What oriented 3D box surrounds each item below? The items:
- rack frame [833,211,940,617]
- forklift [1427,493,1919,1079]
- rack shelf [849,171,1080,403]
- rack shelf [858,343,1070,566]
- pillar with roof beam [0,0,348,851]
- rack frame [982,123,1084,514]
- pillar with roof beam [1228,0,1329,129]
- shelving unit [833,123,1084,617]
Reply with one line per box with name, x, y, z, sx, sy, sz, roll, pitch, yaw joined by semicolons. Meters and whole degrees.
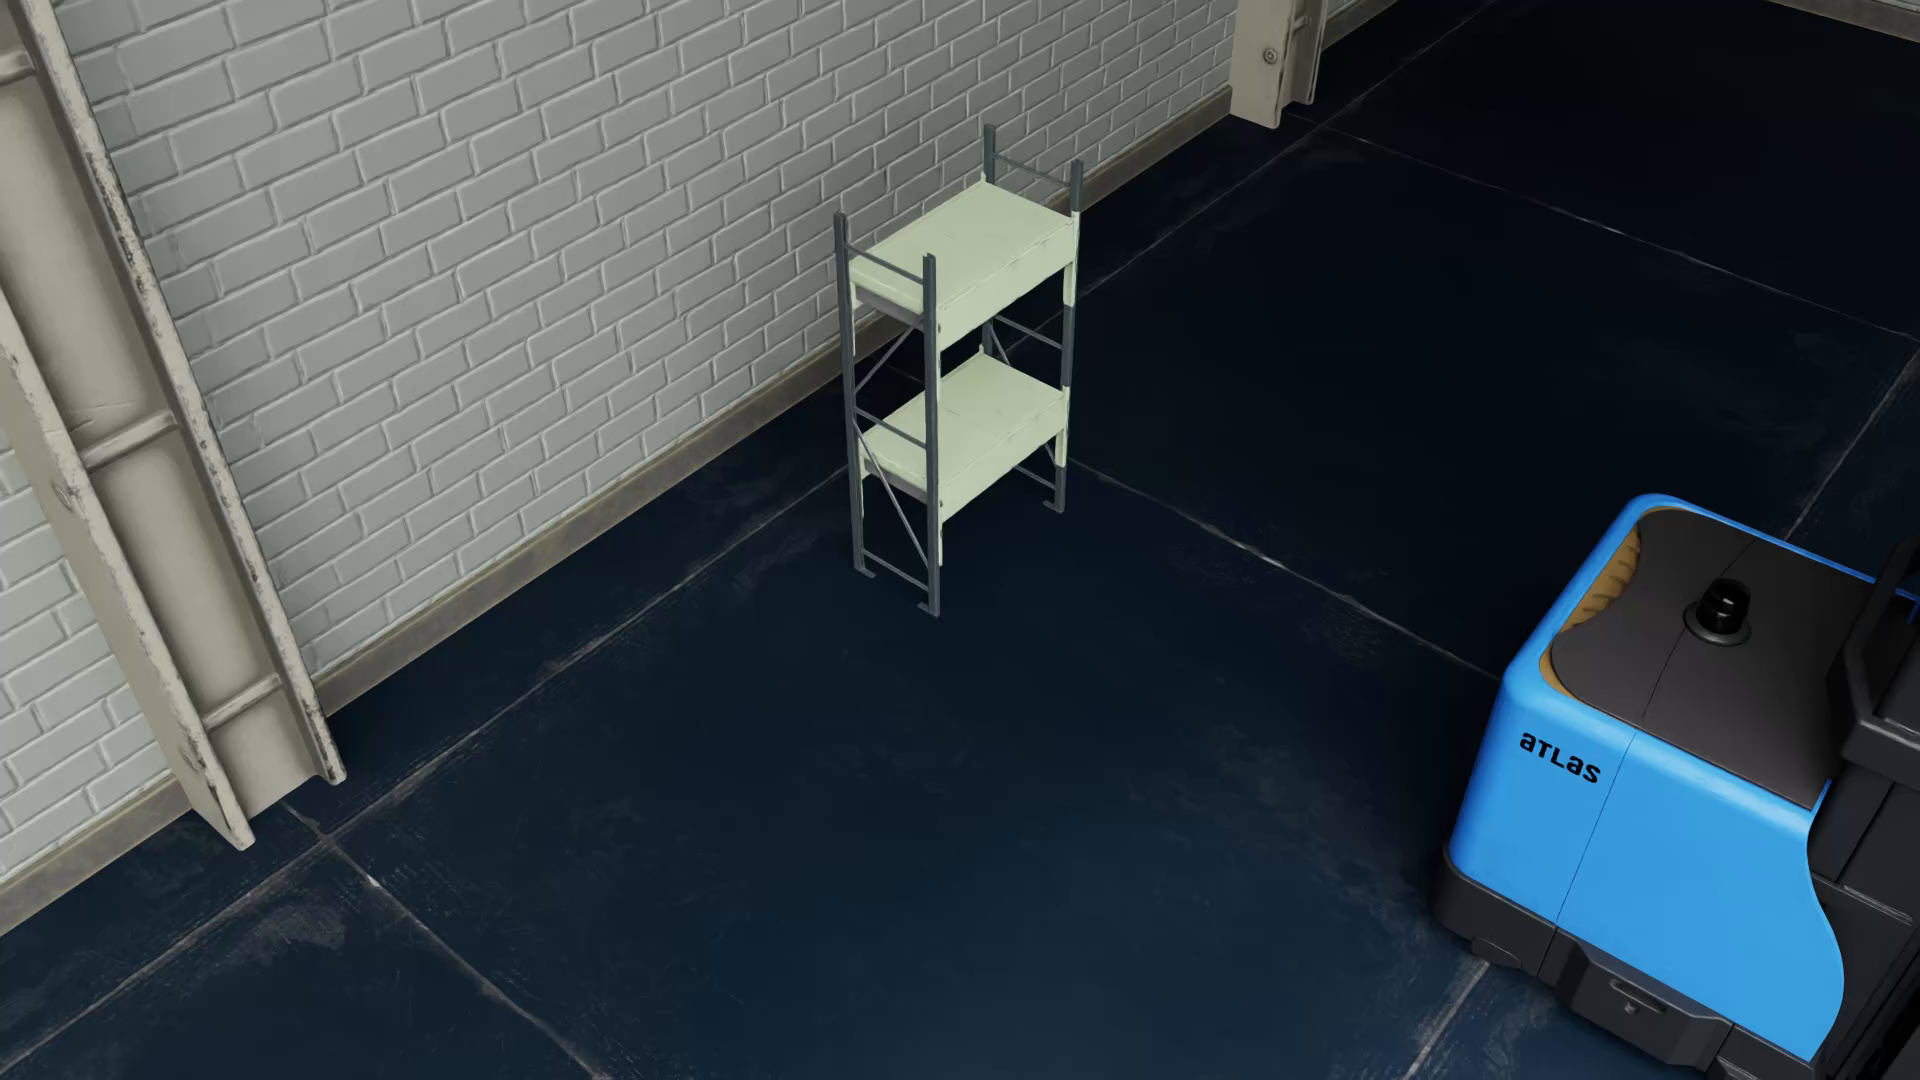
rack frame;-0.231;-0.370;5.542;0.400;1.500;0.023;29;50;28
forklift;2.868;0.413;3.617;3.031;2.935;1.130;28;49;27
rack shelf;0.004;-0.847;5.487;0.431;0.370;0.720;29;50;28
rack shelf;0.004;-0.317;5.969;0.431;0.370;0.720;29;50;28
pillar with roof beam;1.063;-0.662;0.290;9.100;9.000;0.400;29;50;28
rack frame;0.240;-0.747;5.957;0.400;1.500;0.023;29;50;28
pillar with roof beam;4.925;-3.752;3.687;9.100;9.000;0.400;29;50;28
shelving unit;0.004;-0.558;5.749;0.431;1.500;0.755;29;50;28
